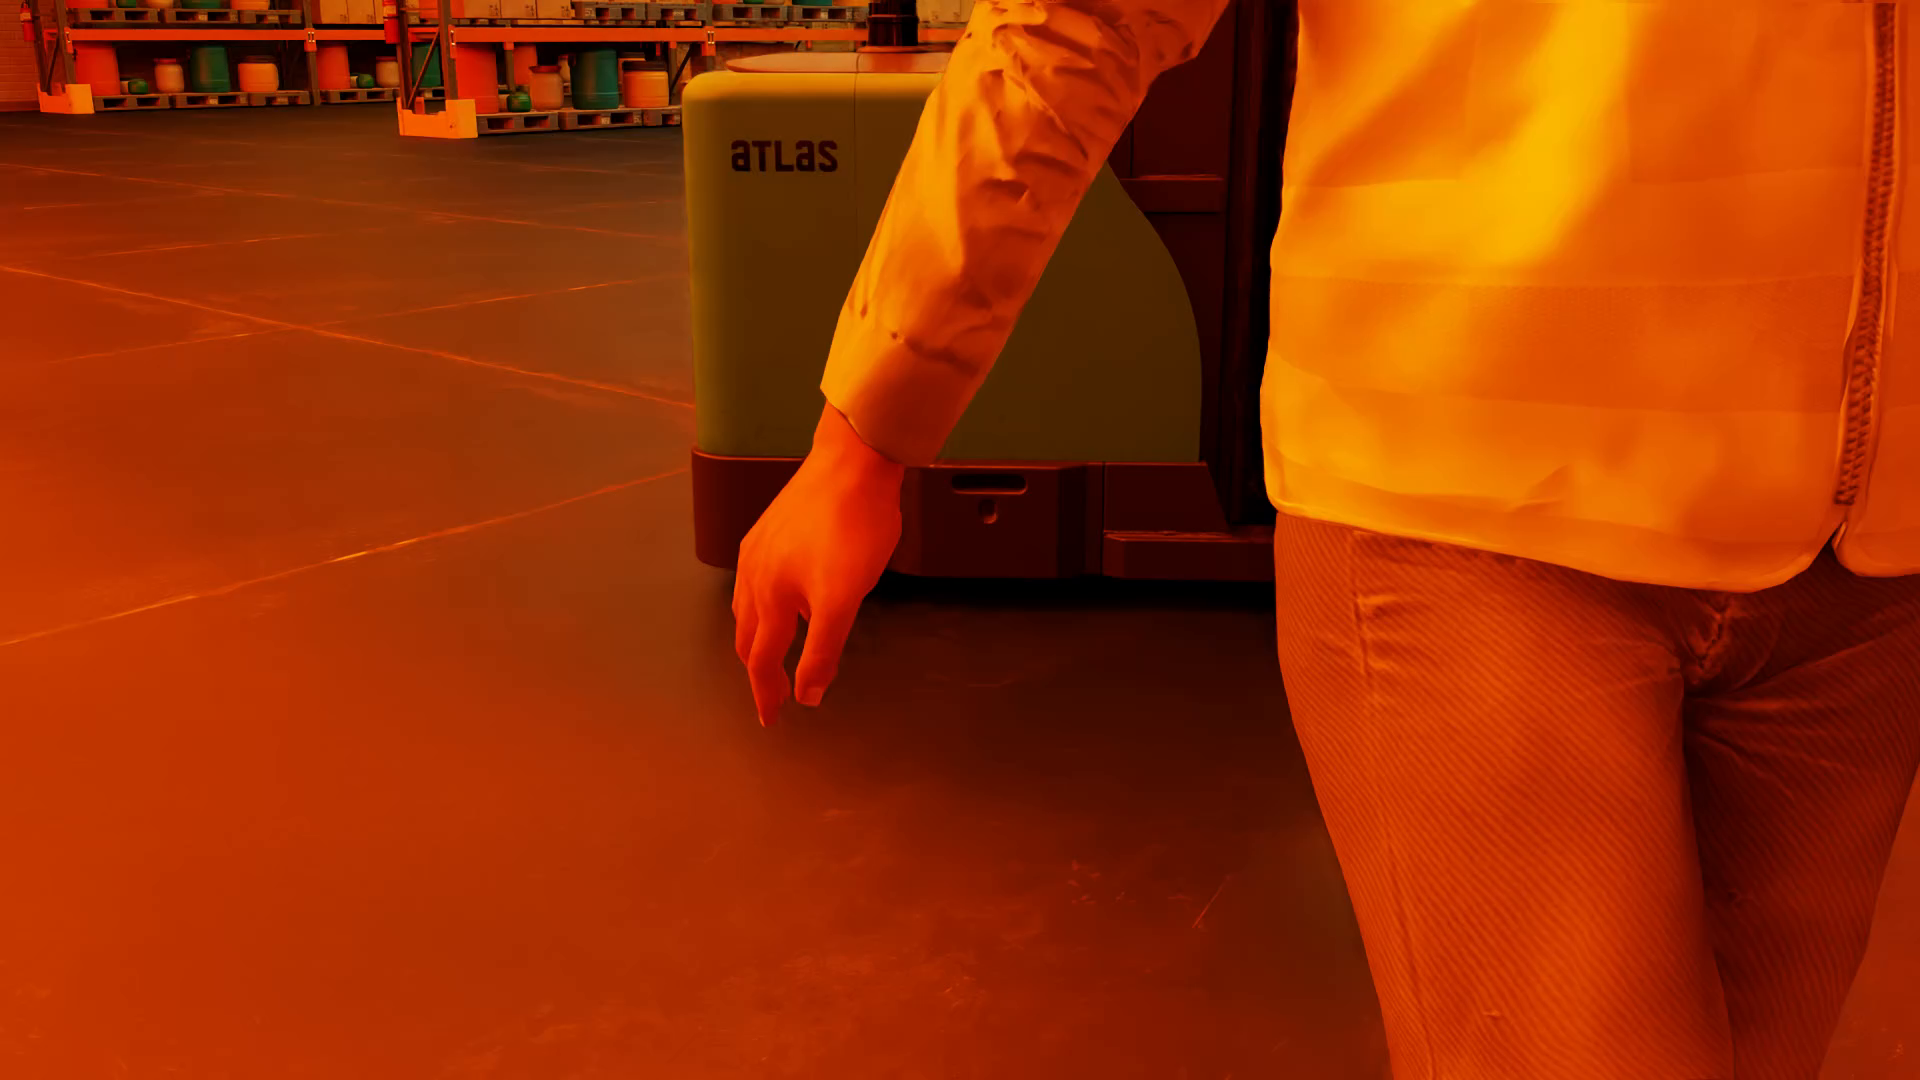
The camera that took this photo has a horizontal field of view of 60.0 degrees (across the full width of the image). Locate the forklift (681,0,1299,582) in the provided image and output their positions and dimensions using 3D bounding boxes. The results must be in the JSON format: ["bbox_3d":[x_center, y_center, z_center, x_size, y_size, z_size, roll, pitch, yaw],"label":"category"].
[{"bbox_3d":[0.967,-1.402,3.516,3.031,2.935,1.130,1,17,3],"label":"forklift"}]
